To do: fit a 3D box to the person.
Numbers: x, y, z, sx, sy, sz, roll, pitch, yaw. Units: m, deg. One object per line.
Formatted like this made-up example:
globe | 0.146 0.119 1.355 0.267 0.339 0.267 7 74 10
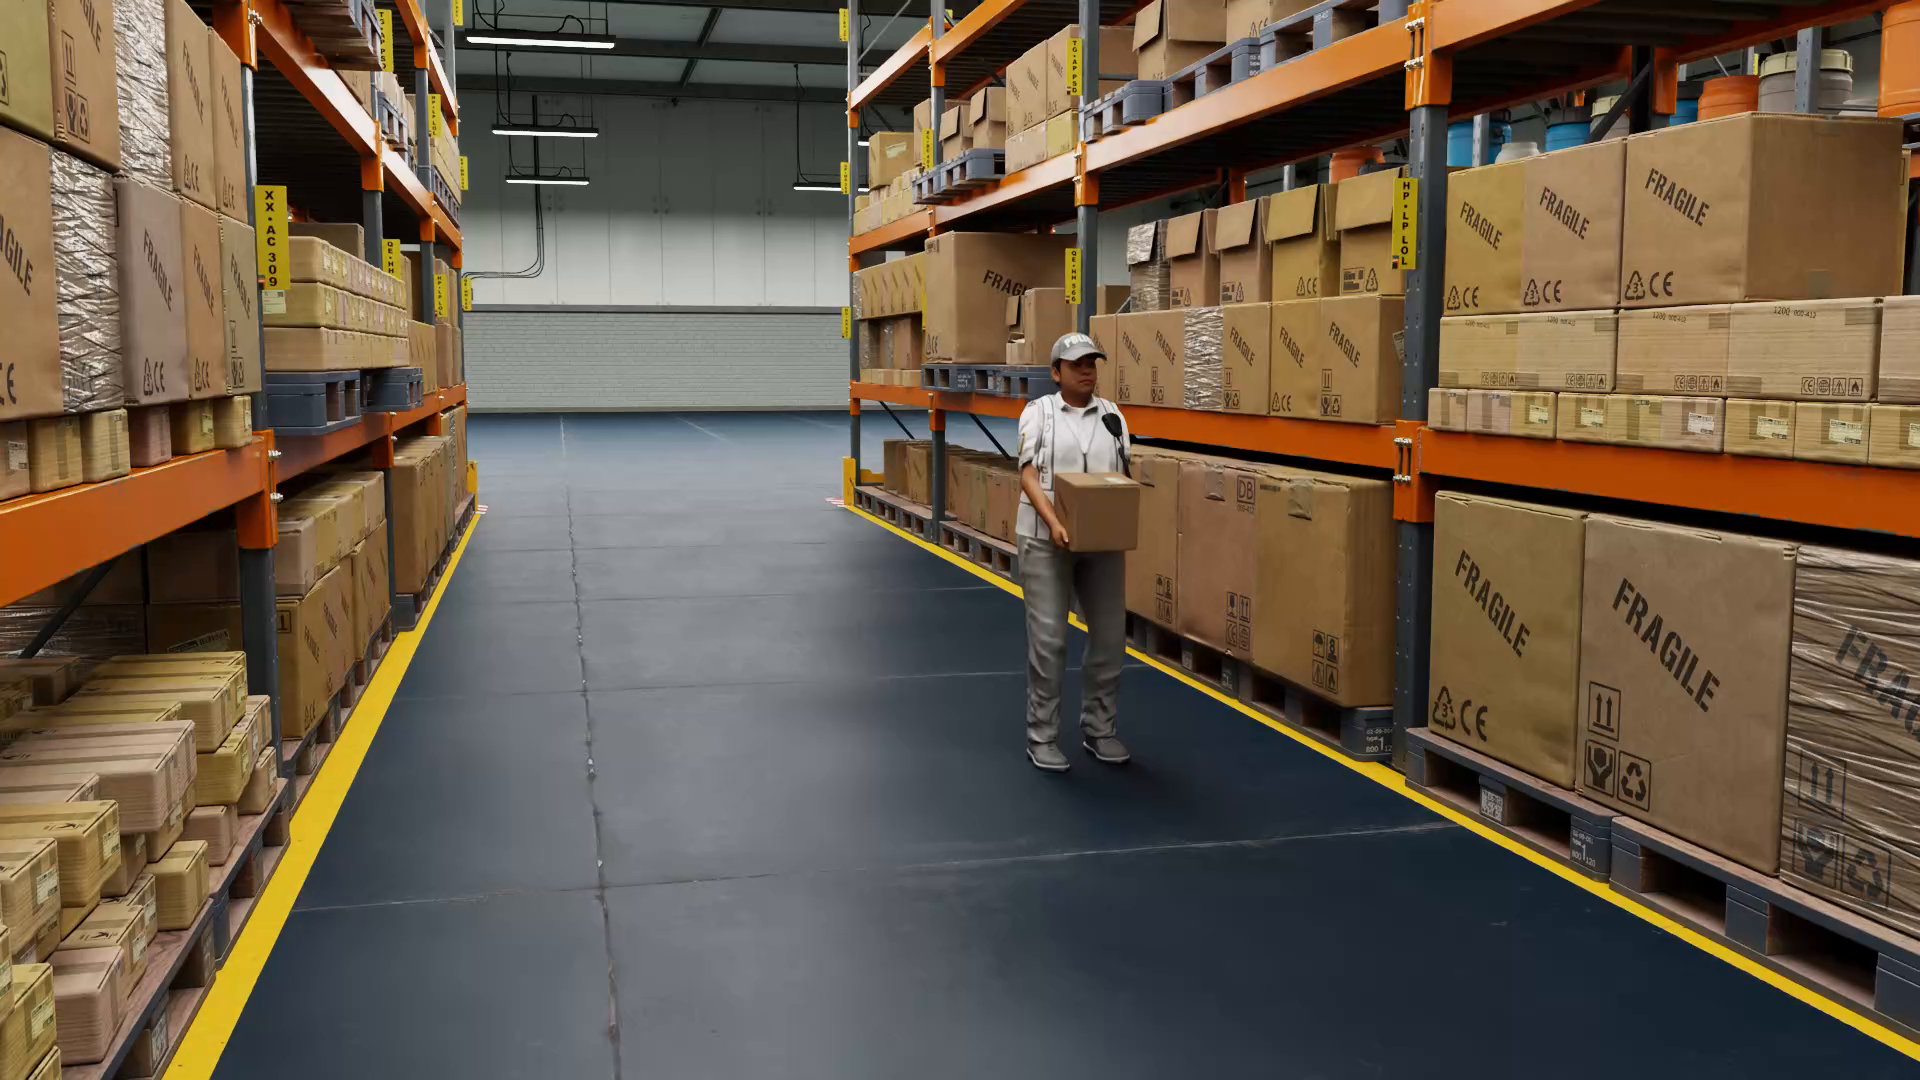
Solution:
person | 0.459 0.038 6.376 0.453 1.654 0.535 -2 6 -15
